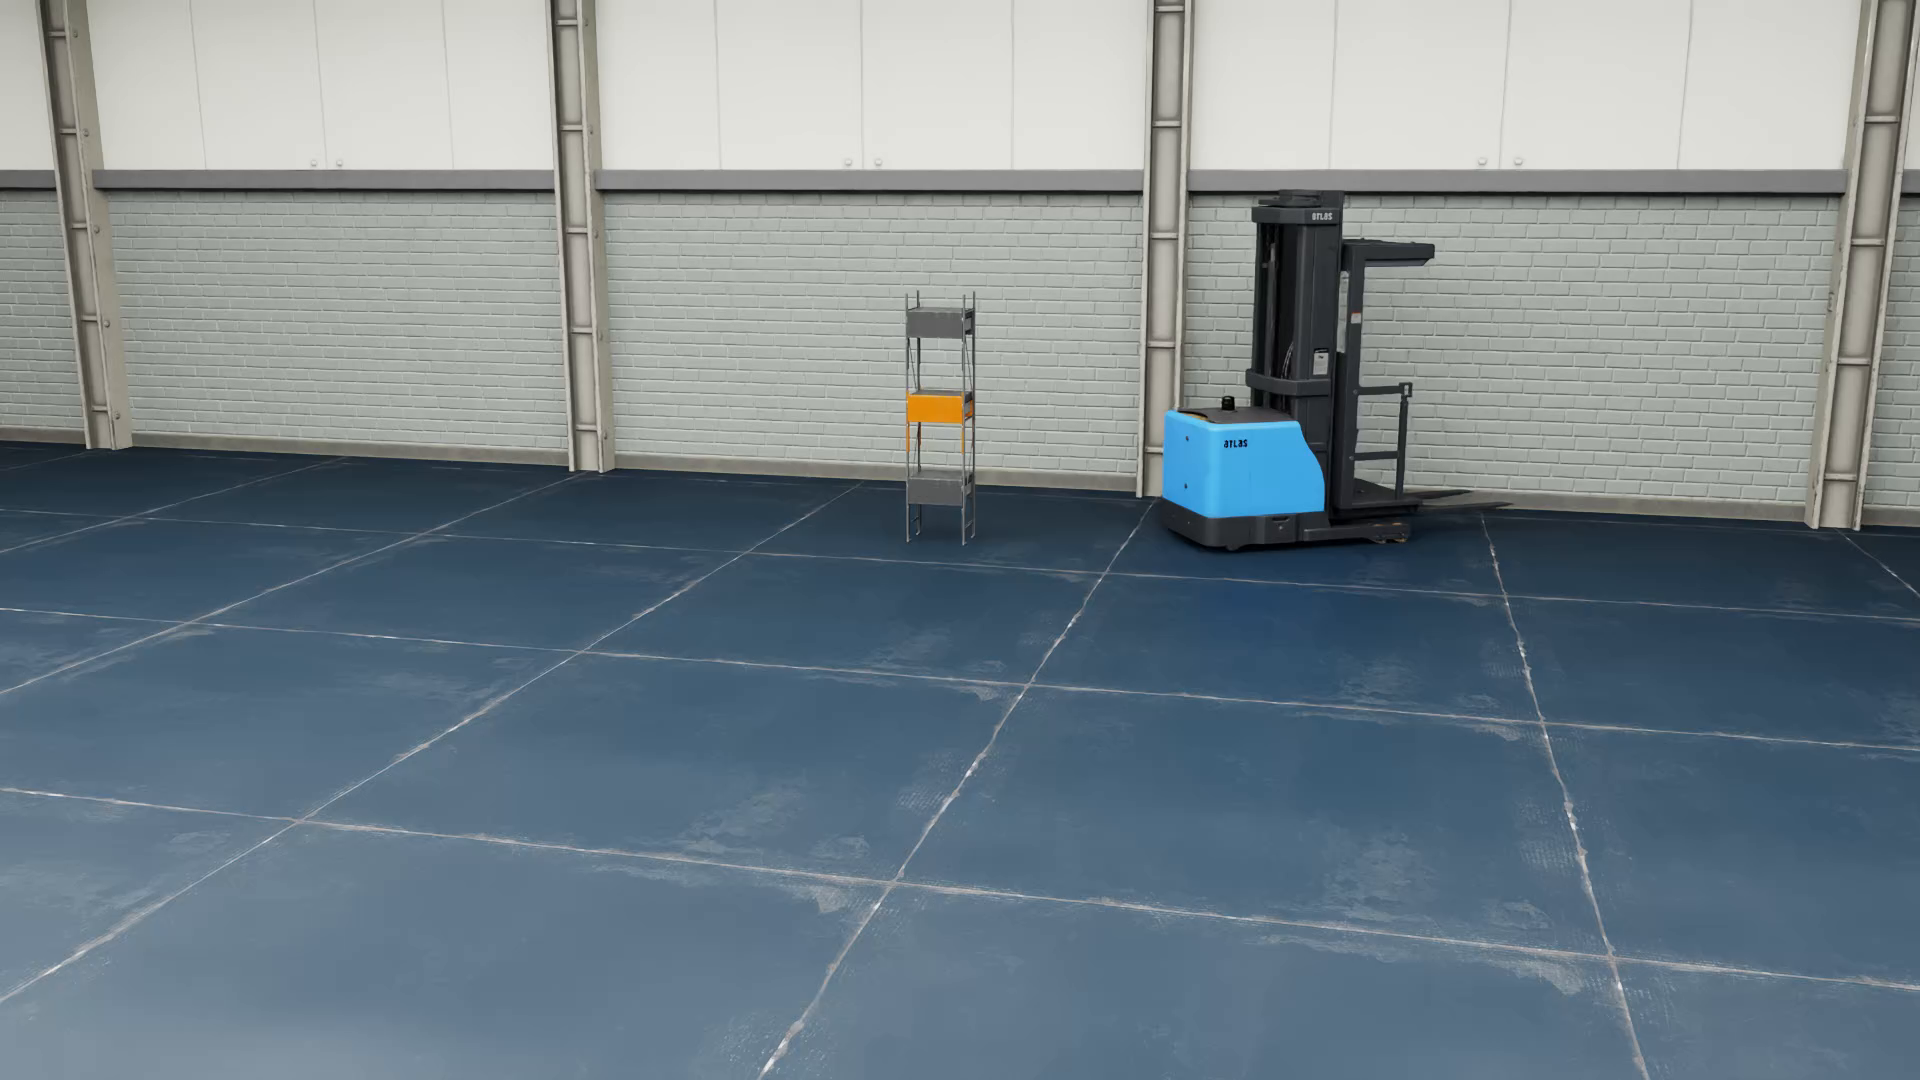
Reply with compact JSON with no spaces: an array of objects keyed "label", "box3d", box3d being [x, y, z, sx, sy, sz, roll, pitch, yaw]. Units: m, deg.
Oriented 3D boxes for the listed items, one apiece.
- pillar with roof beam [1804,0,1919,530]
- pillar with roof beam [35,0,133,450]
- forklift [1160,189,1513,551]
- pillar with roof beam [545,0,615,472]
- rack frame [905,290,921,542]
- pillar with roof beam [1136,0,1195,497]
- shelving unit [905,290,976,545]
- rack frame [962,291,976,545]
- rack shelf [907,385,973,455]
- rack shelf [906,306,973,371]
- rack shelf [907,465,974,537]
[{"label":"pillar with roof beam","box3d":[6.729,-3.615,9.753,0.400,9.000,9.100,3,13,14]},{"label":"pillar with roof beam","box3d":[-10.747,-4.549,13.963,0.400,9.000,9.100,3,13,14]},{"label":"forklift","box3d":[3.323,-1.504,14.245,3.031,2.935,1.130,-4,13,-17]},{"label":"pillar with roof beam","box3d":[-4.922,-4.238,12.559,0.400,9.000,9.100,3,13,14]},{"label":"rack frame","box3d":[-0.398,-1.046,14.102,0.015,2.100,0.400,3,13,14]},{"label":"pillar with roof beam","box3d":[0.904,-3.927,11.156,0.400,9.000,9.100,3,13,14]},{"label":"shelving unit","box3d":[-0.161,-1.034,14.045,0.503,2.100,0.431,3,13,14]},{"label":"rack frame","box3d":[0.076,-1.021,13.988,0.015,2.100,0.400,3,13,14]},{"label":"rack shelf","box3d":[-0.161,-1.020,14.048,0.480,0.518,0.431,3,13,14]},{"label":"rack shelf","box3d":[-0.161,-1.704,13.896,0.480,0.518,0.431,3,13,14]},{"label":"rack shelf","box3d":[-0.161,-0.337,14.200,0.480,0.518,0.431,3,13,14]}]
